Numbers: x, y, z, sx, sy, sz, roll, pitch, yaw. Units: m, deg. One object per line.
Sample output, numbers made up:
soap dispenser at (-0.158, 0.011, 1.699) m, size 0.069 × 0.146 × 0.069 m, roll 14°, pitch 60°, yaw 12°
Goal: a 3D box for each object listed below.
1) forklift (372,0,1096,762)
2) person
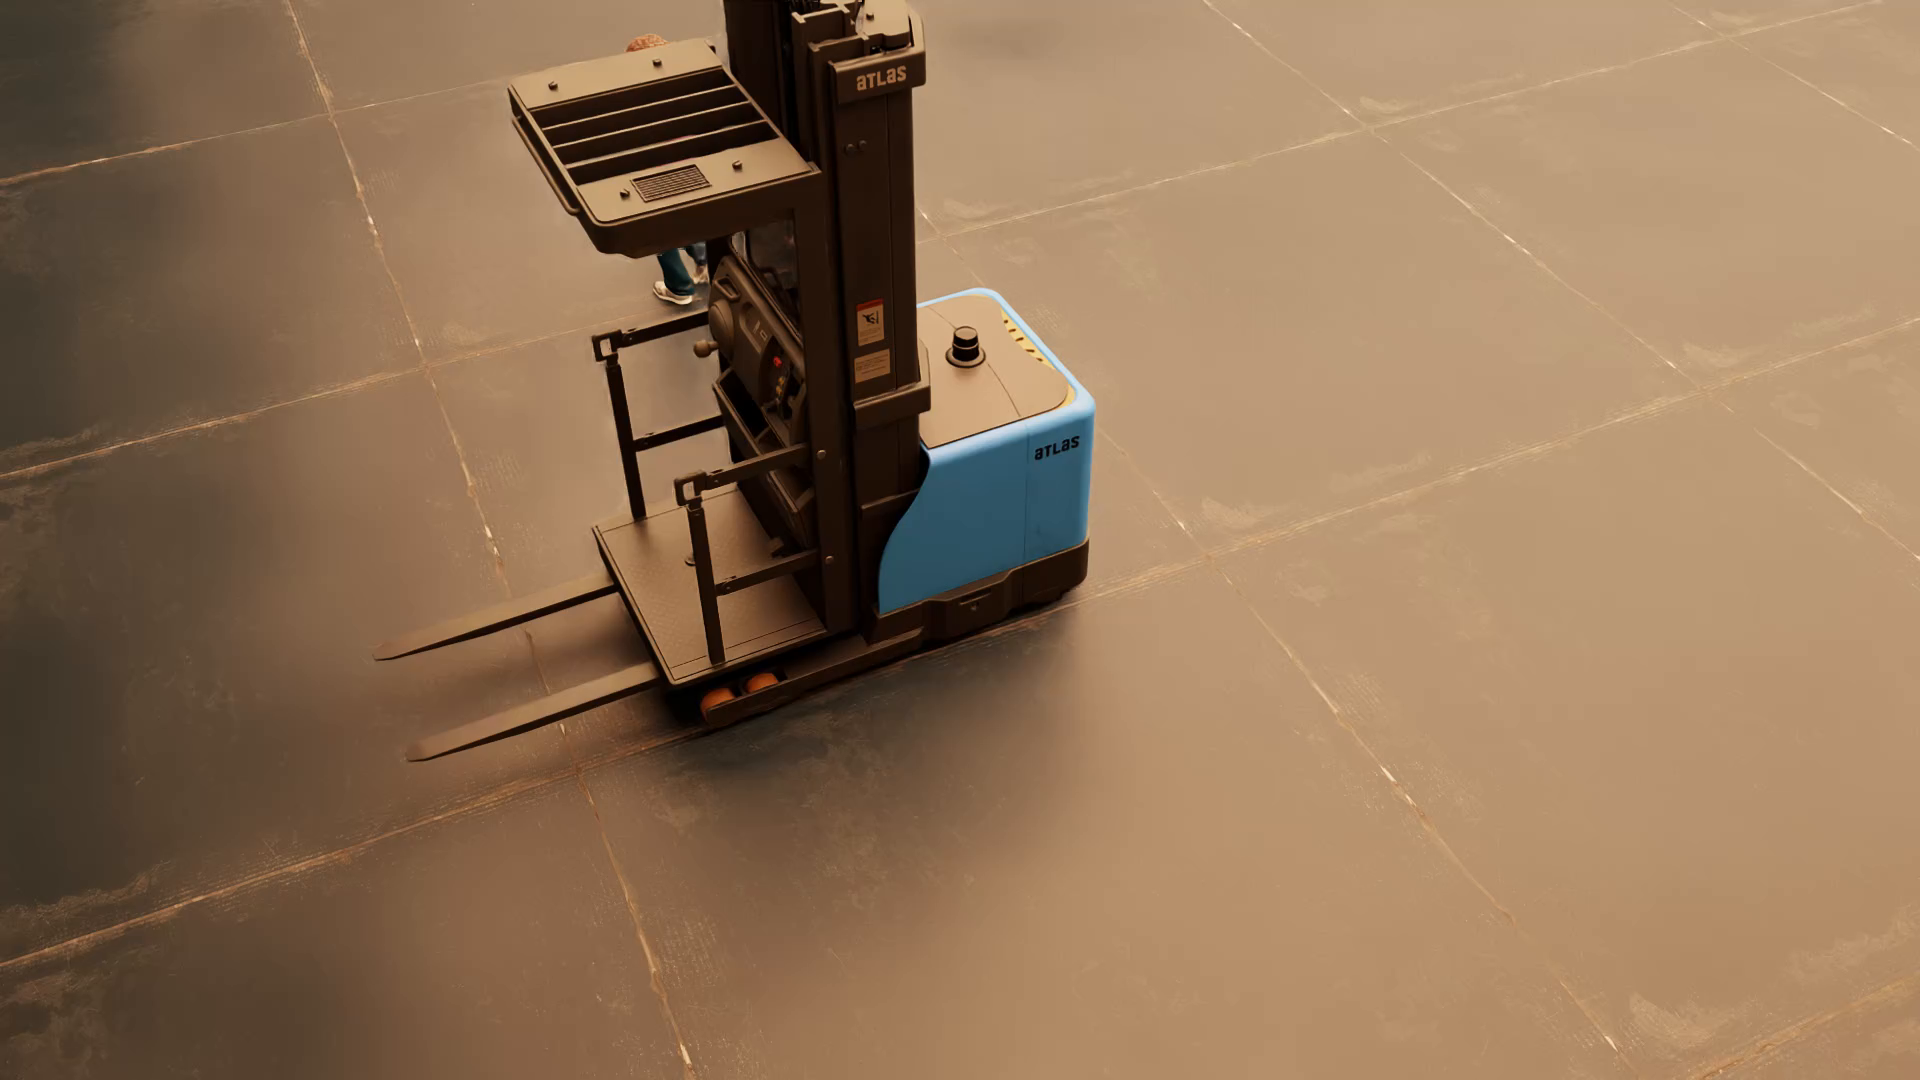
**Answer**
forklift at (-0.974, -0.700, 6.431) m, size 3.031 × 2.935 × 1.130 m, roll -19°, pitch 46°, yaw -19°
person at (-1.593, -1.914, 8.744) m, size 0.411 × 1.558 × 0.669 m, roll 28°, pitch 50°, yaw 27°
